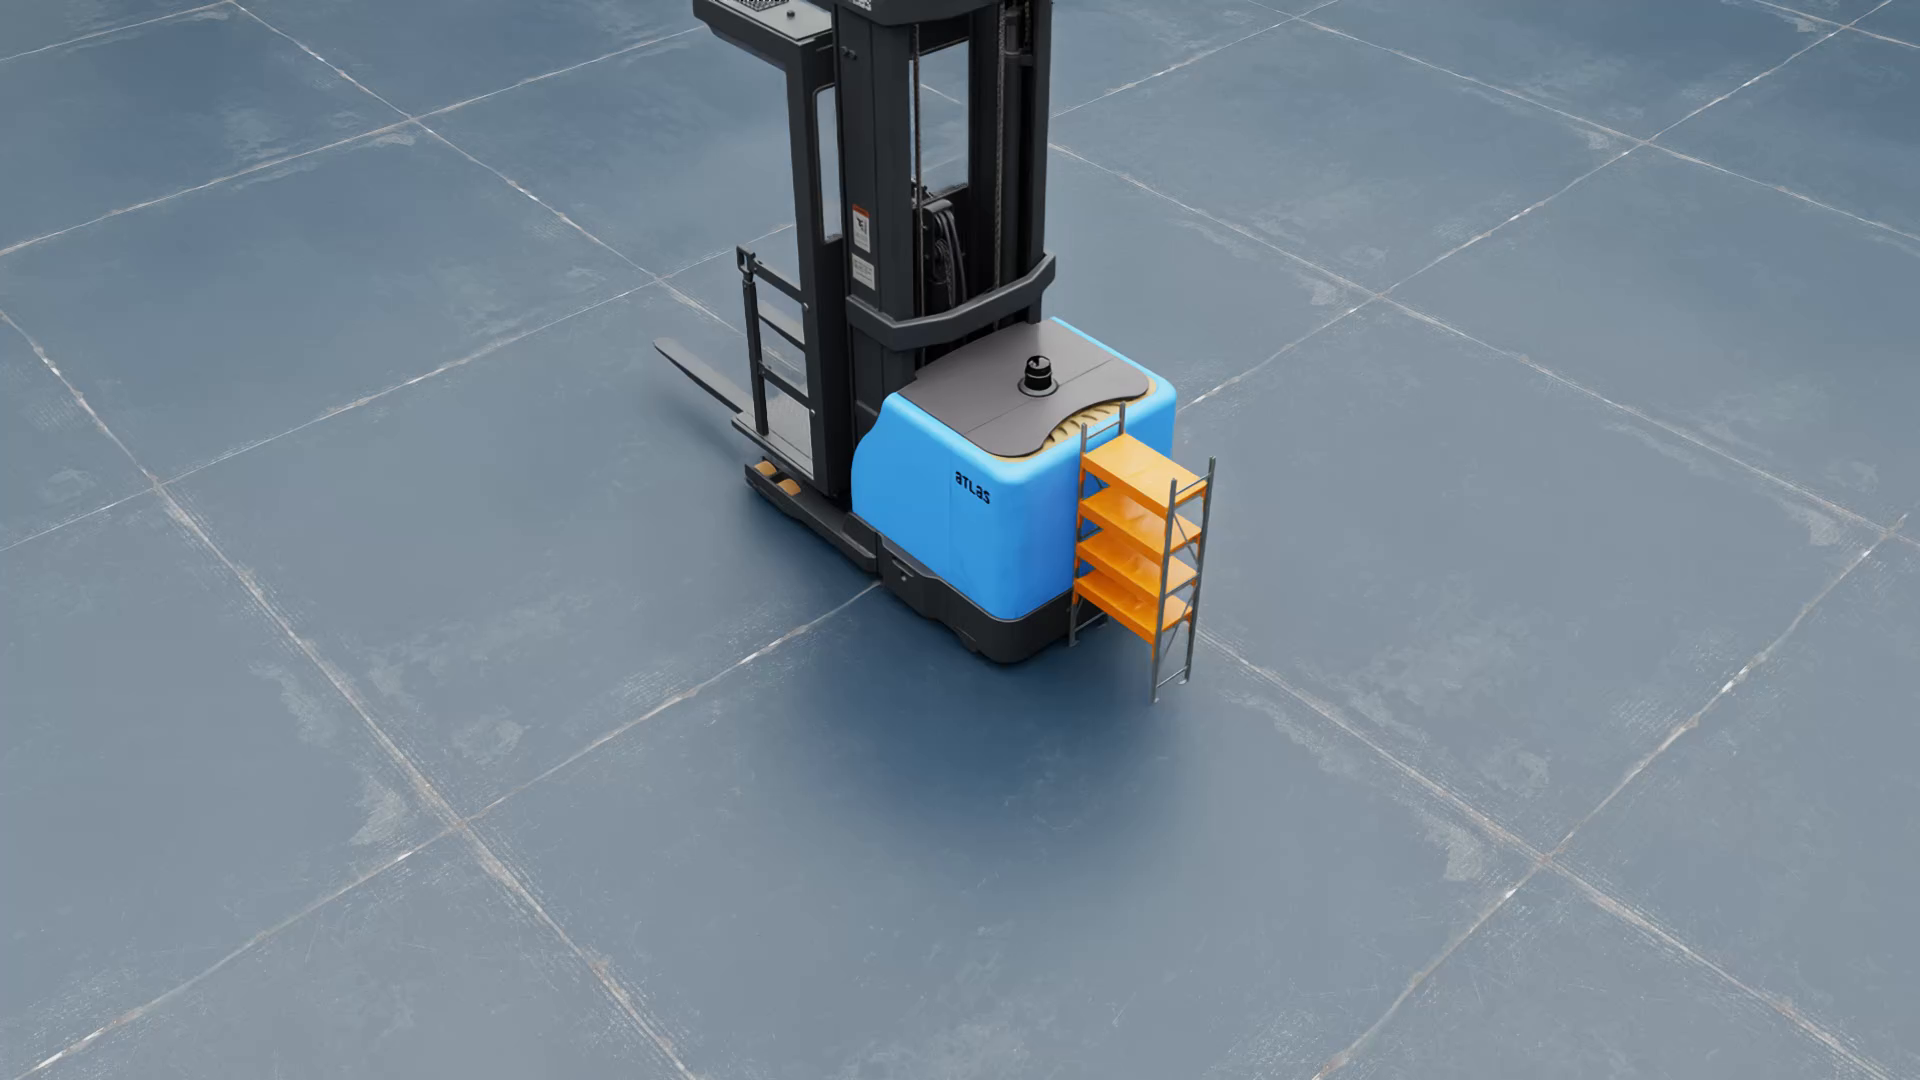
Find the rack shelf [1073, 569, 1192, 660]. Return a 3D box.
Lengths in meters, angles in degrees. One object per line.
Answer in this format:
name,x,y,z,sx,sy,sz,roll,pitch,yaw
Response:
rack shelf,0.739,0.280,7.080,0.258,0.148,0.480,-29,47,-31

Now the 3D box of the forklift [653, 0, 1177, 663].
forklift,-0.406,-1.457,7.430,1.130,2.935,3.031,-29,47,-31

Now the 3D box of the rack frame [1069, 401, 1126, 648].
rack frame,0.578,-0.043,7.056,0.240,1.200,0.015,-29,47,-31

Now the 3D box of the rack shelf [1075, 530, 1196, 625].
rack shelf,0.739,0.125,6.955,0.258,0.148,0.480,-29,47,-31

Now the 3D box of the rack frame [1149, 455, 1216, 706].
rack frame,0.899,0.188,6.770,0.240,1.200,0.015,-29,47,-31

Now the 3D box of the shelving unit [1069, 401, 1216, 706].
shelving unit,0.739,0.073,6.913,0.258,1.200,0.503,-29,47,-31

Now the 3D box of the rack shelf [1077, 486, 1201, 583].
rack shelf,0.739,-0.049,6.814,0.258,0.148,0.480,-29,47,-31

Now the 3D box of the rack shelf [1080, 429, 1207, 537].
rack shelf,0.739,-0.233,6.666,0.258,0.148,0.480,-29,47,-31
